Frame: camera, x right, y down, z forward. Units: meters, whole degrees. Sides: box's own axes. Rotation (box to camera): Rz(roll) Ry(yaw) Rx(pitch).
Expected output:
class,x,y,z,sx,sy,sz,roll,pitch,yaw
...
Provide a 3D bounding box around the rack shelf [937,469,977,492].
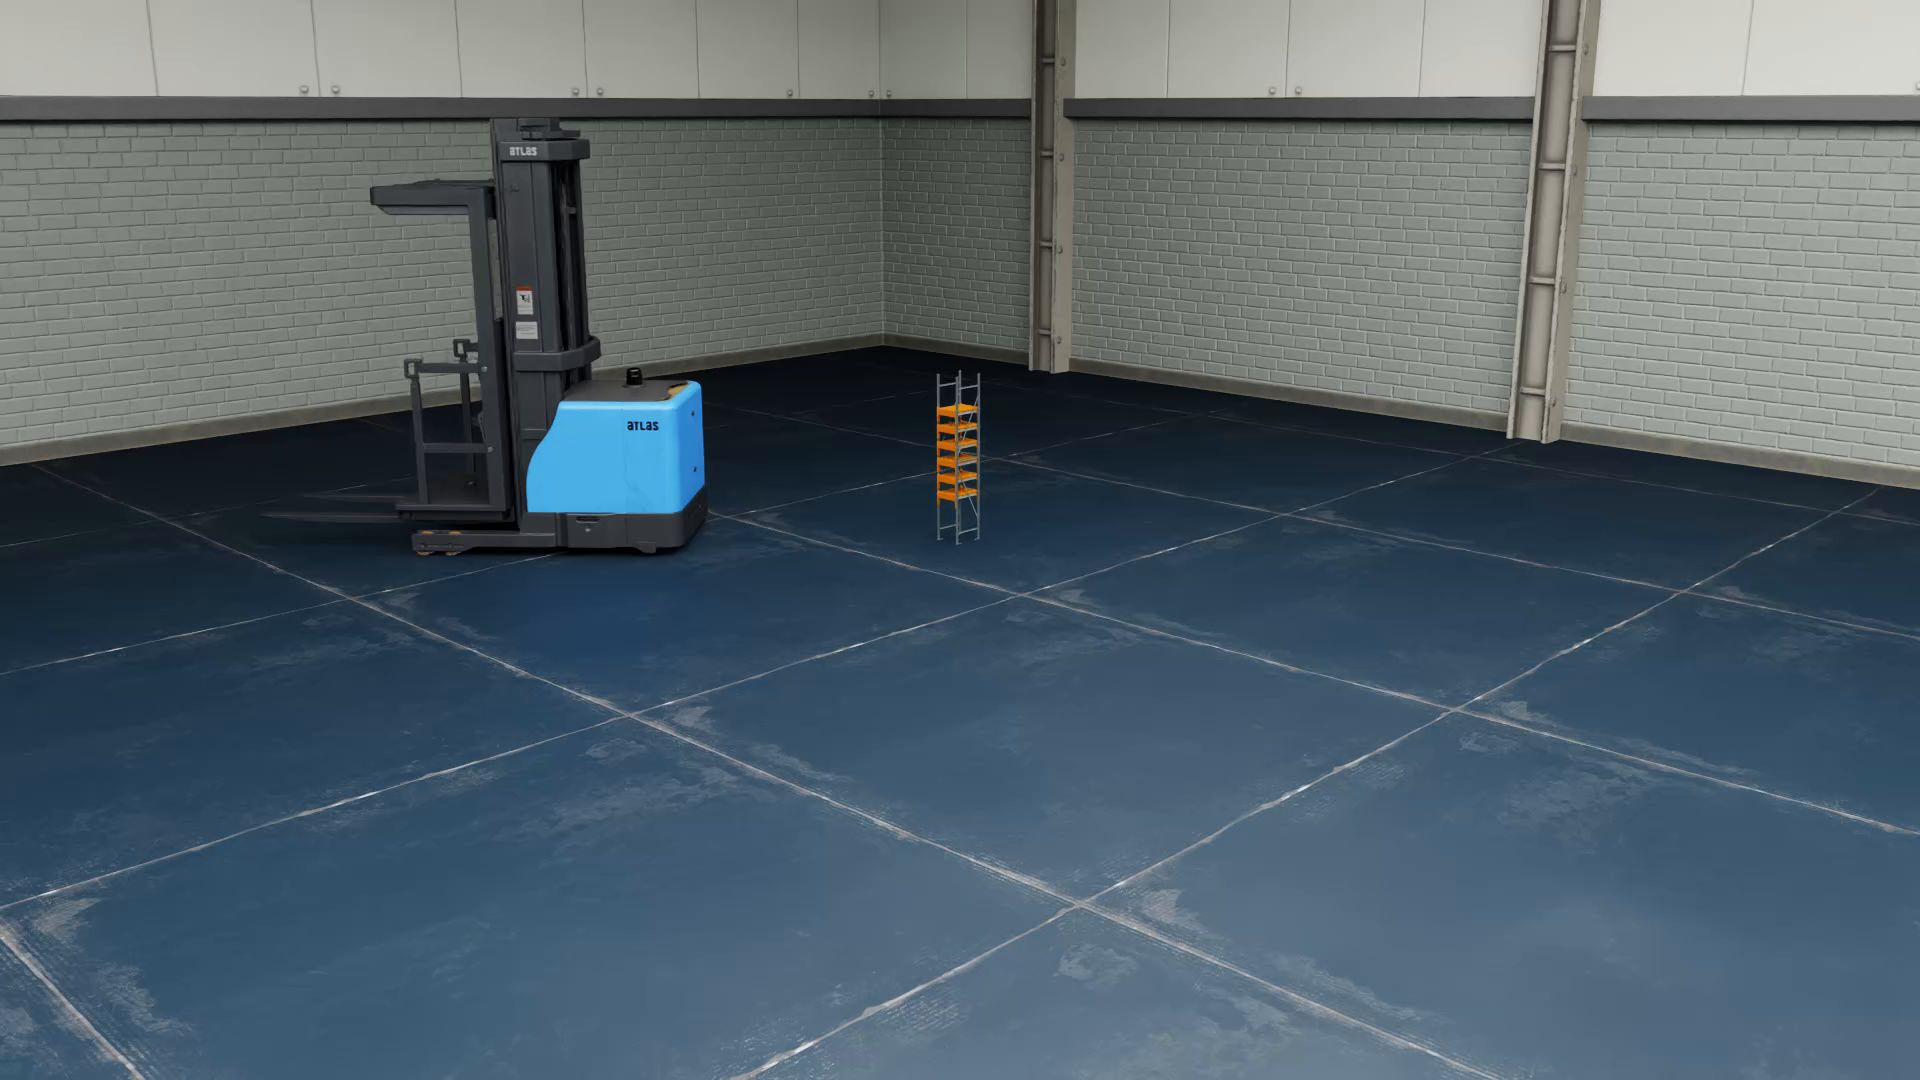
class,x,y,z,sx,sy,sz,roll,pitch,yaw
rack shelf,-0.010,-0.424,11.832,0.180,0.103,0.258,14,20,42

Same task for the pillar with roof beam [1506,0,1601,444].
class,x,y,z,sx,sy,sz,roll,pitch,yaw
pillar with roof beam,2.386,-4.525,11.453,0.400,9.000,9.100,14,20,42

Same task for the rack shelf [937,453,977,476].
class,x,y,z,sx,sy,sz,roll,pitch,yaw
rack shelf,-0.010,-0.540,11.802,0.180,0.103,0.258,14,20,42

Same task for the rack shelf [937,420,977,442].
class,x,y,z,sx,sy,sz,roll,pitch,yaw
rack shelf,-0.010,-0.772,11.741,0.180,0.103,0.258,14,20,42

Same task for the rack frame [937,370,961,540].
class,x,y,z,sx,sy,sz,roll,pitch,yaw
rack frame,-0.076,-0.599,11.852,0.006,1.200,0.240,14,20,42

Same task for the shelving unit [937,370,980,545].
class,x,y,z,sx,sy,sz,roll,pitch,yaw
shelving unit,-0.010,-0.583,11.791,0.189,1.200,0.258,14,20,42

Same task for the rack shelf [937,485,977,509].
class,x,y,z,sx,sy,sz,roll,pitch,yaw
rack shelf,-0.010,-0.308,11.862,0.180,0.103,0.258,14,20,42

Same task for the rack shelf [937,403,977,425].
class,x,y,z,sx,sy,sz,roll,pitch,yaw
rack shelf,-0.010,-0.889,11.711,0.180,0.103,0.258,14,20,42

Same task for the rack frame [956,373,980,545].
class,x,y,z,sx,sy,sz,roll,pitch,yaw
rack frame,0.055,-0.567,11.729,0.006,1.200,0.240,14,20,42

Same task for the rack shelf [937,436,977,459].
class,x,y,z,sx,sy,sz,roll,pitch,yaw
rack shelf,-0.010,-0.656,11.771,0.180,0.103,0.258,14,20,42

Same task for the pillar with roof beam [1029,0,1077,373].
class,x,y,z,sx,sy,sz,roll,pitch,yaw
pillar with roof beam,-1.933,-5.576,15.483,0.400,9.000,9.100,14,20,42

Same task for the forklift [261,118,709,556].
class,x,y,z,sx,sy,sz,roll,pitch,yaw
forklift,-3.396,-1.443,11.658,3.031,2.935,1.130,1,15,2
